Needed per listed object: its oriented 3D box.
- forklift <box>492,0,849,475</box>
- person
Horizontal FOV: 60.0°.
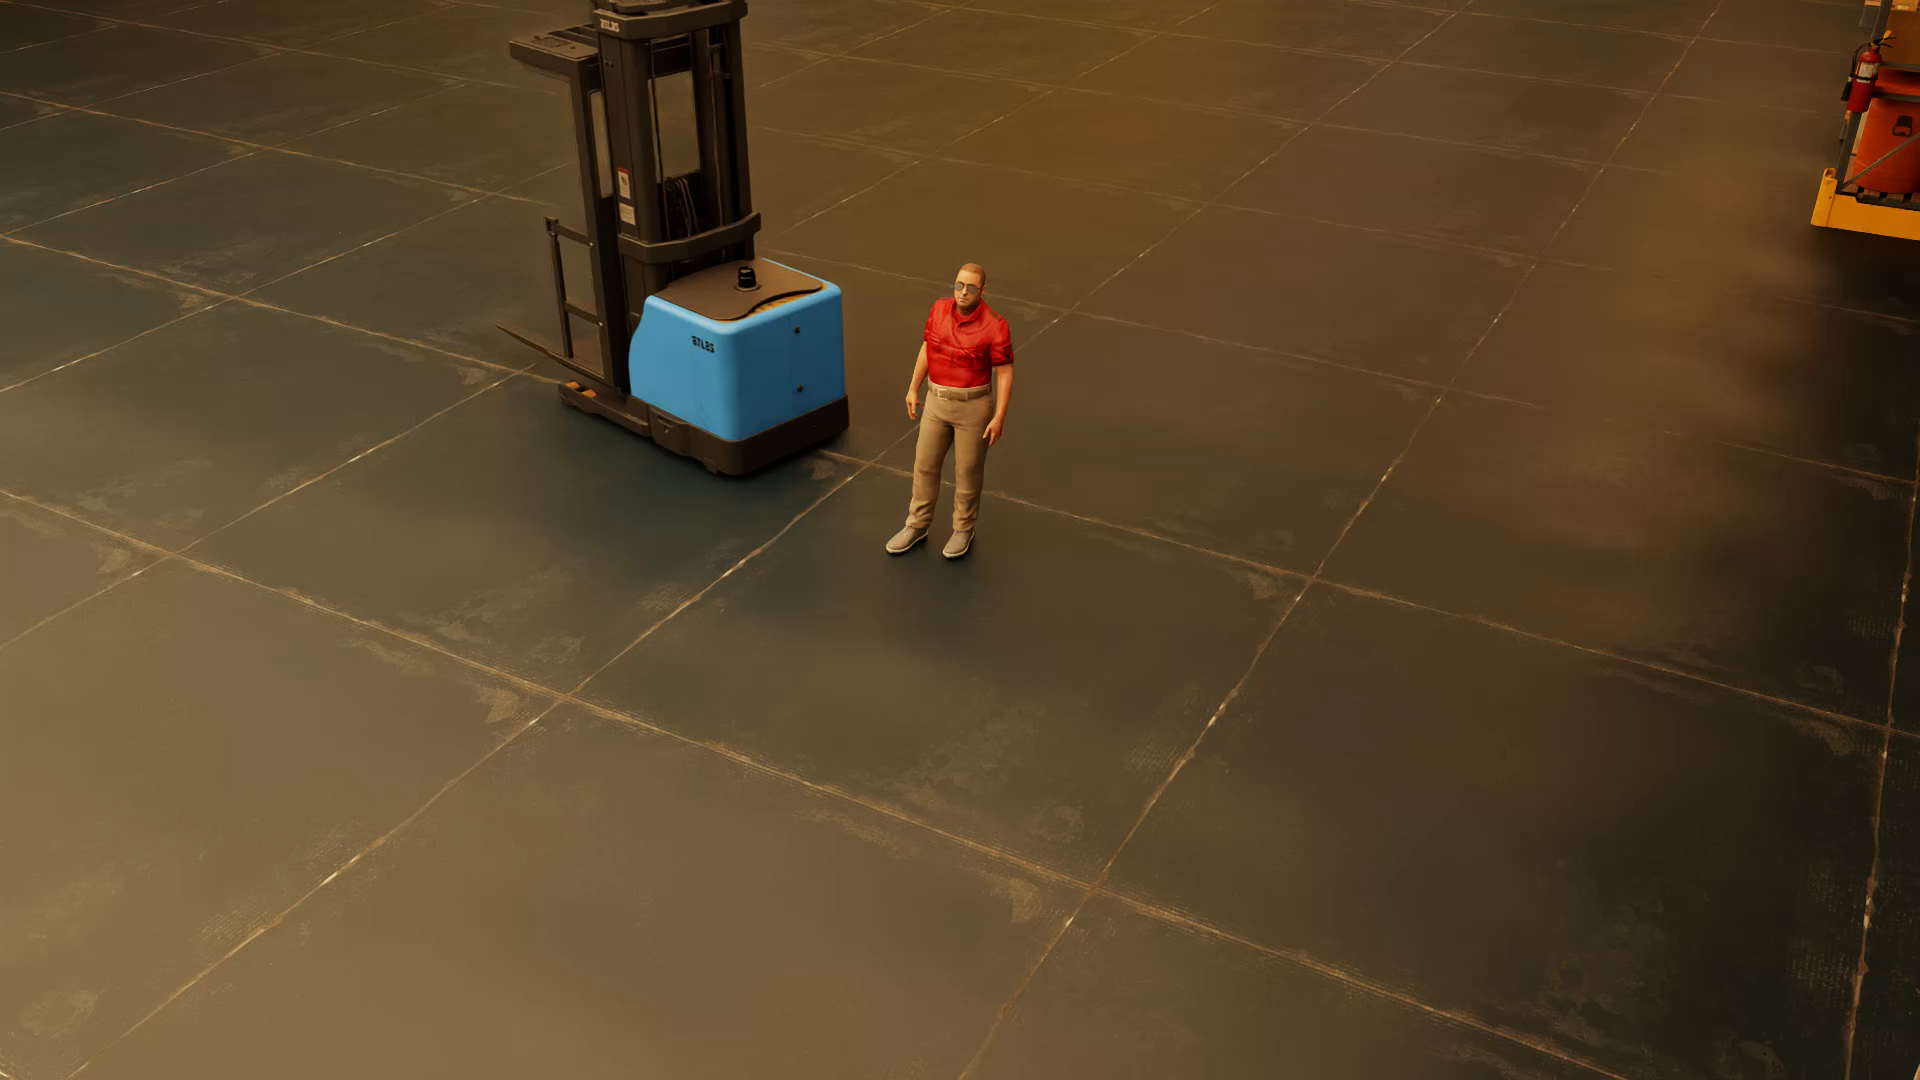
[{"bbox_3d":[-2.161,-2.306,11.067,3.031,2.935,1.130,25,39,37],"label":"forklift"},{"bbox_3d":[-0.054,-0.718,9.504,0.640,1.727,0.551,15,33,25],"label":"person"}]
